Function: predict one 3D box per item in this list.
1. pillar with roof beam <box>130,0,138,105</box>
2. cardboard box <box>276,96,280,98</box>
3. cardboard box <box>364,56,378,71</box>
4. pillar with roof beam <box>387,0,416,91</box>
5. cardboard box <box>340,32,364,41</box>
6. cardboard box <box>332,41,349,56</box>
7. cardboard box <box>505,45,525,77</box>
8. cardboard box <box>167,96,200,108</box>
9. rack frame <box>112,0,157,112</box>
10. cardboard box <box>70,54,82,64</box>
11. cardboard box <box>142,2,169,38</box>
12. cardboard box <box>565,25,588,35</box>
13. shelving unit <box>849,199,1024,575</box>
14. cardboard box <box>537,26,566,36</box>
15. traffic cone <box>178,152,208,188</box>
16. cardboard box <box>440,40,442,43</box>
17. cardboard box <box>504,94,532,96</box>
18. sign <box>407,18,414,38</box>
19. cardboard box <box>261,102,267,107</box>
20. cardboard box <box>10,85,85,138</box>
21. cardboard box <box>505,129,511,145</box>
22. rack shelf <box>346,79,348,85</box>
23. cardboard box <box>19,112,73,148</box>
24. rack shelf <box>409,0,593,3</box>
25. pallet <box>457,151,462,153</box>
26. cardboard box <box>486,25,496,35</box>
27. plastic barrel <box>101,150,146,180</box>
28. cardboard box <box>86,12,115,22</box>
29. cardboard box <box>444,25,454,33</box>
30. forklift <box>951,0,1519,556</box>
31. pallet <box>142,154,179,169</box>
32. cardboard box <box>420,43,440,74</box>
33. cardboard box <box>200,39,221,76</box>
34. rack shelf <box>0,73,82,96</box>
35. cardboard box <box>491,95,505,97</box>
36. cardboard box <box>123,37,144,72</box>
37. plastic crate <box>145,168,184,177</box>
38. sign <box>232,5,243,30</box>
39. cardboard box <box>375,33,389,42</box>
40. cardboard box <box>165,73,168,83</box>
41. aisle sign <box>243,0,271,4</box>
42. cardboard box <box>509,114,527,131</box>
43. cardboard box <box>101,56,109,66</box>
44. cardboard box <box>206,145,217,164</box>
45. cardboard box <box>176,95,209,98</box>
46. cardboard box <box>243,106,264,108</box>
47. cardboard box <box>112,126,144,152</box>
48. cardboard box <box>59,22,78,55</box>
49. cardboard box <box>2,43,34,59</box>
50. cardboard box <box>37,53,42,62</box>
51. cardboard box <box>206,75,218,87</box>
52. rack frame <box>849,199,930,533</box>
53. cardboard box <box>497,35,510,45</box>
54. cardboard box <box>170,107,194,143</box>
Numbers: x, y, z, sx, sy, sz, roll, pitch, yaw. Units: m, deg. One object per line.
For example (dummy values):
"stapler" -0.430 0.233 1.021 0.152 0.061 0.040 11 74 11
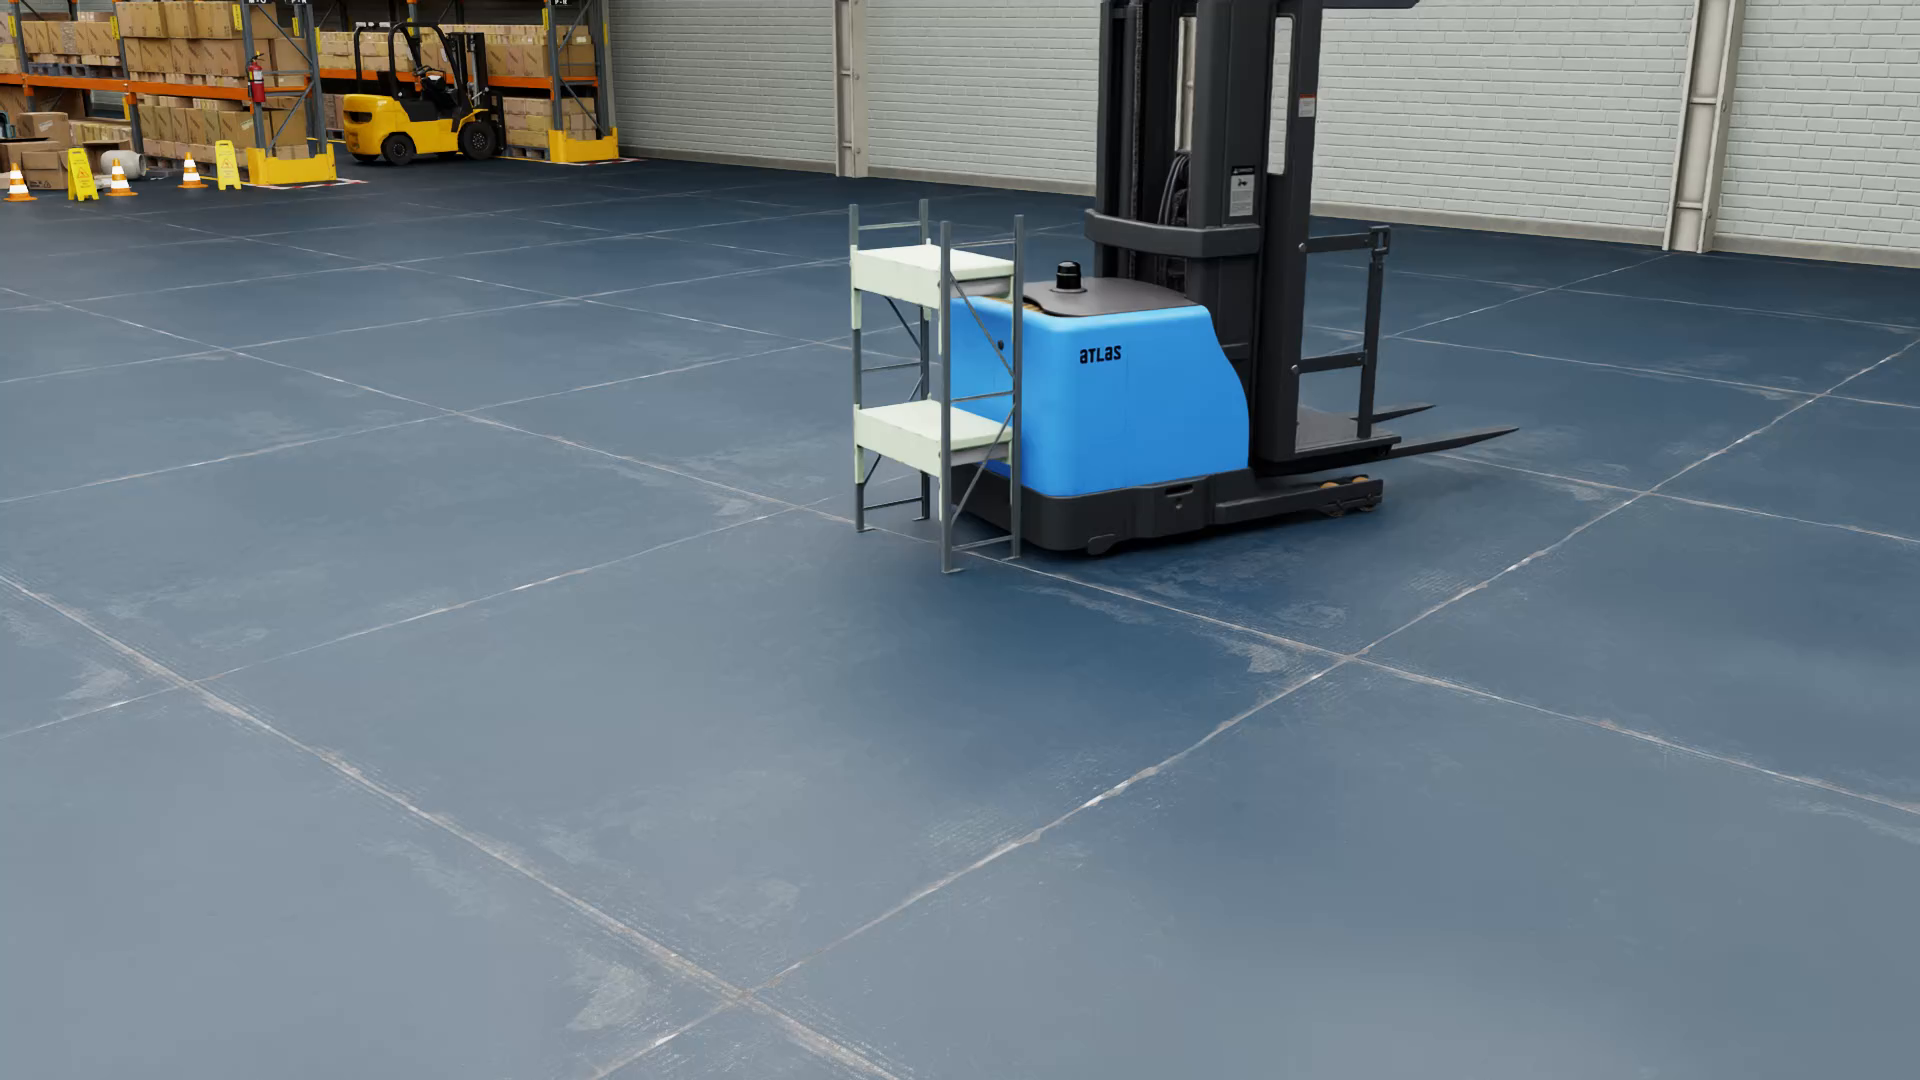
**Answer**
"pillar with roof beam" -22.390 -13.493 35.250 0.400 9.000 9.100 15 23 39
"cardboard box" -13.228 -8.789 32.713 0.250 0.149 0.380 16 24 41
"cardboard box" -10.421 -8.629 30.091 0.500 0.250 0.500 15 23 40
"pillar with roof beam" -13.415 -11.083 27.658 0.400 9.000 9.100 15 23 39
"cardboard box" -11.116 -9.225 30.483 0.250 0.149 0.380 16 23 40
"cardboard box" -11.208 -9.068 30.647 0.500 0.250 0.500 14 23 38
"cardboard box" -7.072 -7.843 27.199 0.500 0.500 0.500 16 24 41
"cardboard box" -11.527 -6.510 24.706 0.250 0.149 0.380 17 24 42
"rack frame" -18.115 -10.862 36.878 0.127 3.000 1.000 15 23 39
"cardboard box" -14.127 -7.769 26.855 0.250 0.149 0.380 16 24 41
"cardboard box" -11.521 -7.643 24.425 0.500 0.500 0.700 14 23 38
"cardboard box" -6.257 -8.264 26.962 0.250 0.149 0.380 14 23 38
"shelving unit" -0.110 -0.693 7.316 0.431 1.500 0.755 -11 21 -32
"cardboard box" -6.555 -8.172 26.674 0.250 0.149 0.380 15 23 39
"traffic cone" -10.617 -5.111 22.951 0.334 0.463 0.336 15 23 39
"cardboard box" -8.667 -8.588 28.476 0.250 0.149 0.380 15 23 39
"cardboard box" -7.503 -7.462 28.362 0.500 0.250 0.500 14 23 38
"sign" -9.492 -8.842 28.730 0.005 0.325 0.100 15 23 39
"cardboard box" -13.751 -8.608 33.214 0.500 0.500 0.500 14 22 37
"cardboard box" -15.884 -7.477 29.030 0.875 0.875 0.875 15 23 39
"cardboard box" -7.442 -6.766 27.824 0.500 0.250 0.500 15 23 40
"rack shelf" -13.627 -9.314 33.191 4.000 0.370 1.077 15 23 39
"cardboard box" -13.590 -6.089 24.721 0.500 0.500 0.500 15 23 39
"rack shelf" -7.643 -9.138 27.676 4.000 0.370 1.077 15 23 39
"pallet" -8.572 -6.954 29.175 1.213 0.211 1.003 15 23 39
"cardboard box" -7.576 -8.406 27.410 0.250 0.149 0.380 16 23 40
"plastic barrel" -11.989 -5.370 23.832 0.512 0.421 0.421 -3 18 -8
"cardboard box" -13.450 -8.204 26.081 0.250 0.149 0.380 14 22 38
"cardboard box" -8.521 -8.664 28.223 0.250 0.149 0.380 16 23 40
"forklift" 1.459 -1.634 7.914 3.031 2.935 1.130 -10 20 -28
"pallet" -11.905 -5.873 25.767 1.213 0.211 1.003 15 23 39
"cardboard box" -8.981 -8.352 28.804 0.500 0.500 0.500 14 22 38
"cardboard box" -10.400 -6.863 23.621 0.500 0.500 0.500 15 23 39
"rack shelf" -16.919 -8.190 29.650 4.000 0.370 1.077 15 23 39
"cardboard box" -7.843 -7.341 27.983 0.500 0.250 0.500 14 23 38
"cardboard box" -12.287 -7.367 25.208 0.500 0.500 0.500 15 23 39
"plastic crate" -11.801 -5.436 24.609 0.583 0.080 0.402 7 19 21
"sign" -9.823 -7.106 22.609 0.005 0.325 0.100 15 23 39
"cardboard box" -10.180 -8.959 29.645 0.250 0.149 0.380 14 22 38
"cardboard box" -11.584 -6.884 24.758 0.250 0.149 0.380 15 23 39
"aisle sign" -9.586 -7.687 22.575 0.004 0.787 0.394 15 23 39
"cardboard box" -7.087 -6.907 27.442 0.500 0.250 0.500 15 23 39
"cardboard box" -13.185 -7.507 26.028 0.250 0.149 0.380 14 22 38
"cardboard box" -10.605 -5.622 24.220 0.500 0.250 0.500 15 23 39
"cardboard box" -16.330 -9.337 35.513 0.500 0.500 0.700 14 22 37
"cardboard box" -10.641 -6.208 24.826 0.500 0.500 0.500 16 23 40
"cardboard box" -12.825 -6.381 26.409 0.625 0.372 0.950 15 23 40
"cardboard box" -14.075 -8.068 26.725 0.500 0.500 0.500 14 22 37
"cardboard box" -15.954 -8.338 28.348 0.500 0.250 0.500 15 23 39
"cardboard box" -15.114 -8.040 27.709 0.250 0.149 0.380 13 22 36
"cardboard box" -10.514 -6.559 23.737 0.250 0.149 0.380 16 23 40
"rack frame" -0.314 -0.785 7.605 0.400 1.500 0.023 -11 21 -32
"cardboard box" -7.366 -8.218 27.310 0.250 0.149 0.380 14 22 38
"cardboard box" -11.374 -6.187 24.759 0.500 0.500 0.500 17 24 42
